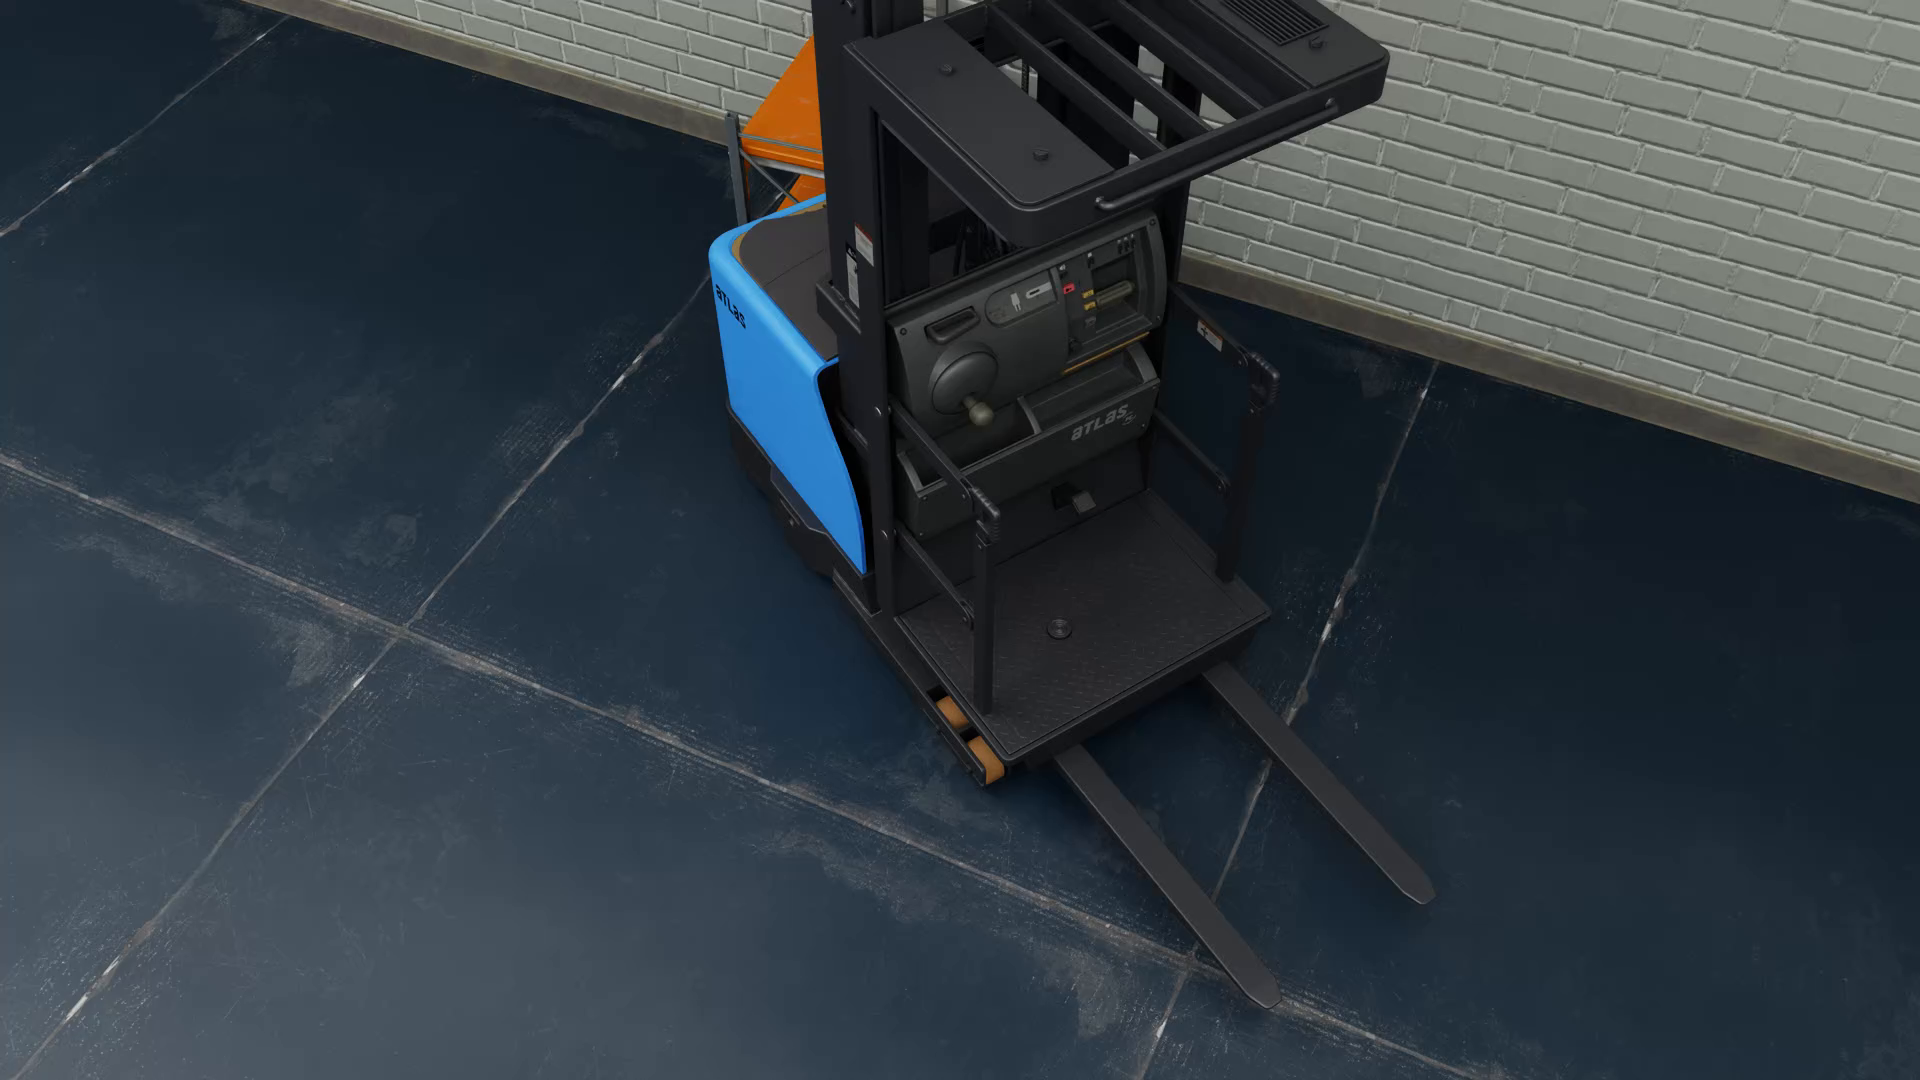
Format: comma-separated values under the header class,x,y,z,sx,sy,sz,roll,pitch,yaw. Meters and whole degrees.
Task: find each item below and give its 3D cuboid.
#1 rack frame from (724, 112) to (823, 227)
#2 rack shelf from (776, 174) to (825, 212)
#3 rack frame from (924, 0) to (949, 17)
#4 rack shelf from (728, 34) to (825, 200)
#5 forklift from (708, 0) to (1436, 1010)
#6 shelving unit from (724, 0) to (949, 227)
class,x,y,z,sx,sy,sz,roll,pitch,yaw
rack frame,-0.623,-1.136,6.478,0.500,1.125,0.032,15,51,12
rack shelf,-0.455,-1.343,6.975,0.538,0.278,1.000,15,51,12
rack frame,-0.287,-1.866,7.100,0.500,1.125,0.032,15,51,12
rack shelf,-0.455,-1.691,6.566,0.538,0.278,1.000,15,51,12
forklift,0.340,-0.553,4.796,1.130,2.935,3.031,-26,55,-21
shelving unit,-0.455,-1.501,6.789,0.538,1.125,1.048,15,51,12
